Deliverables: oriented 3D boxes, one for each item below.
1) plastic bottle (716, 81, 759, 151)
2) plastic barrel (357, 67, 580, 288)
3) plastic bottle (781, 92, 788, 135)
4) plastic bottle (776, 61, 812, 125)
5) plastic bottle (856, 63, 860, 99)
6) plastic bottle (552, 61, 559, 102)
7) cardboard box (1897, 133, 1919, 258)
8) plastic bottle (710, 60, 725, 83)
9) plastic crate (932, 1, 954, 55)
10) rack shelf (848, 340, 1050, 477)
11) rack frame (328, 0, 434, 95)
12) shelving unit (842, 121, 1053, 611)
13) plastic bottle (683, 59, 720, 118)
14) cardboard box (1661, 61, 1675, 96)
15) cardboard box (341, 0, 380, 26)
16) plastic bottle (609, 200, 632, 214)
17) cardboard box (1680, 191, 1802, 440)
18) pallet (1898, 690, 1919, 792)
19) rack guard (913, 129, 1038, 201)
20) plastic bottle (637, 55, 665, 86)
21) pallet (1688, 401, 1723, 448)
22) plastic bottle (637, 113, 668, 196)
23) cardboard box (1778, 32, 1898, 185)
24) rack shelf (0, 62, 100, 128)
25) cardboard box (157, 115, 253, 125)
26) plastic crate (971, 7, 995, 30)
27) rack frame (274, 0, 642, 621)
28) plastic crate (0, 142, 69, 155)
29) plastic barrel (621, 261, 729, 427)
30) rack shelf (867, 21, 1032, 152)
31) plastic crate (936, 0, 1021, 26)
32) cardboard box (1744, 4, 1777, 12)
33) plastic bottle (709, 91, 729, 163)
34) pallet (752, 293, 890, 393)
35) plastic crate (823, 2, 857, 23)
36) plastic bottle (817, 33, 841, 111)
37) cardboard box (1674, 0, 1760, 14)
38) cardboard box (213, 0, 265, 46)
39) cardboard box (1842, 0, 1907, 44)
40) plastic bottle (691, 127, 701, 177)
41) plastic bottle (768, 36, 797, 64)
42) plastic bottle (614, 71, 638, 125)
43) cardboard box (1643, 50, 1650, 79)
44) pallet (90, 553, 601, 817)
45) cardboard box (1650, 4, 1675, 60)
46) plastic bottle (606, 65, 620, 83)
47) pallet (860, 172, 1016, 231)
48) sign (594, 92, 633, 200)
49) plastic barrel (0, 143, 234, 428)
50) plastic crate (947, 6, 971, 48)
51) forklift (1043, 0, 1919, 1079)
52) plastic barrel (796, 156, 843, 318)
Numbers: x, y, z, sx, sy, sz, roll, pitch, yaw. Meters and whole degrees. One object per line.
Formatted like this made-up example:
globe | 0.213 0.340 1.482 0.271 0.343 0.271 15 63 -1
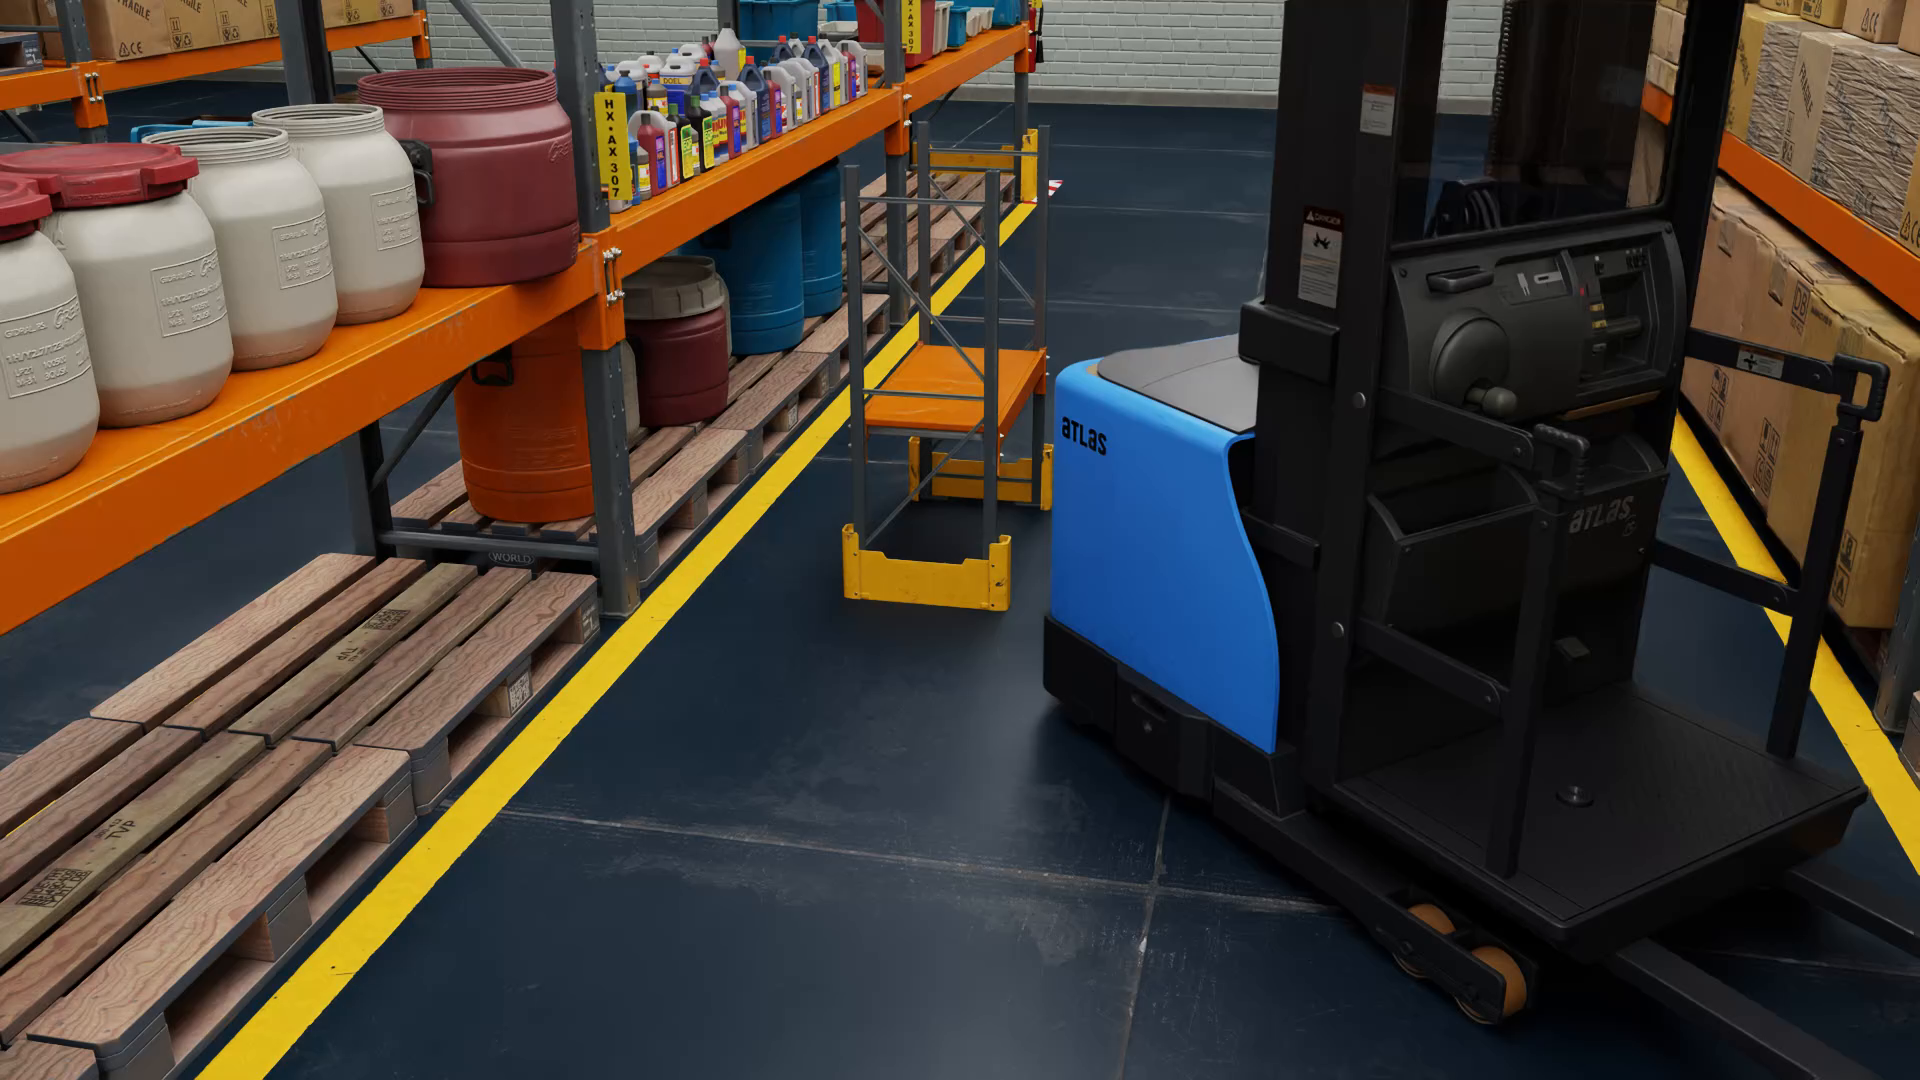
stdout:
plastic bottle | -0.923 -1.761 6.877 0.152 0.276 0.135 4 22 11
plastic barrel | -1.408 -1.048 4.759 0.600 0.536 0.708 4 22 11
plastic bottle | -0.807 -1.883 7.280 0.097 0.201 0.097 0 22 0
plastic bottle | -0.763 -2.047 7.587 0.152 0.276 0.135 4 22 11
plastic bottle | -0.555 -2.335 8.403 0.097 0.201 0.097 0 22 0
plastic bottle | -1.639 -1.808 6.894 0.144 0.351 0.185 4 22 11
cardboard box | 3.097 -1.046 4.802 0.500 0.500 0.500 5 23 13
plastic bottle | -1.210 -2.272 8.245 0.097 0.201 0.097 0 22 0
plastic crate | -0.302 -3.158 10.258 0.437 0.282 0.530 4 22 11
rack shelf | -0.017 -0.498 6.063 0.538 0.185 1.000 4 22 11
rack frame | -4.826 -4.482 13.468 1.000 3.000 0.127 4 22 11
shelving unit | -0.016 -0.668 6.004 0.587 1.500 1.083 4 22 11
plastic bottle | -1.063 -1.816 6.914 0.144 0.351 0.185 4 22 11
cardboard box | 3.848 -2.377 8.578 0.380 0.149 0.250 5 22 12
cardboard box | -4.754 -4.154 12.520 0.500 0.500 0.500 5 22 11
plastic bottle | -1.206 -1.254 5.618 0.152 0.276 0.135 4 22 11
cardboard box | 3.762 -0.910 6.879 1.225 0.875 0.875 4 22 9
pallet | 3.078 0.779 4.137 1.003 0.211 1.213 4 22 11
rack guard | 0.014 -2.954 13.019 1.175 0.500 0.348 4 22 11
plastic bottle | -1.450 -2.104 7.729 0.152 0.276 0.135 4 22 11
pallet | 3.971 -0.682 7.763 1.003 0.211 1.213 4 22 11
plastic bottle | -1.094 -1.374 5.906 0.061 0.283 0.133 4 22 11
cardboard box | 3.411 -1.604 6.187 0.500 0.500 0.500 5 22 12
rack shelf | -6.051 -1.954 8.154 1.077 0.370 4.000 4 22 11
cardboard box | -5.264 -2.753 11.927 0.797 0.503 0.637 4 22 11
plastic crate | 0.033 -3.697 11.791 0.396 0.136 0.243 4 22 11
rack frame | -1.610 -1.178 5.263 1.000 3.000 0.127 4 22 11
plastic crate | -2.240 -0.640 3.841 0.402 0.464 0.583 4 22 11
plastic barrel | -1.297 -0.847 7.108 0.600 0.588 0.708 4 22 11
rack shelf | -0.386 -3.038 10.846 1.077 0.370 4.000 4 22 11
plastic crate | 0.137 -4.011 12.170 0.616 0.435 0.499 4 22 11
cardboard box | 3.716 -2.160 7.568 0.500 0.500 0.500 5 22 11
plastic bottle | -0.967 -1.630 6.558 0.097 0.271 0.097 0 22 0
pallet | -0.992 -1.068 8.723 1.003 0.211 1.213 4 22 11
plastic crate | -0.681 -3.397 10.917 0.416 0.233 0.300 4 22 11
plastic bottle | -0.661 -2.257 8.008 0.144 0.351 0.185 4 22 11
cardboard box | 3.887 -2.868 8.258 0.500 0.500 0.500 5 22 12
cardboard box | -5.066 -3.602 11.148 0.500 0.500 0.500 4 22 11
cardboard box | 3.670 -2.062 5.981 0.797 0.503 0.637 5 23 13
plastic bottle | -1.034 -1.478 6.273 0.097 0.201 0.097 0 22 0
plastic bottle | -0.840 -2.200 7.867 0.144 0.351 0.185 4 22 11
plastic bottle | -1.447 -1.895 7.215 0.097 0.271 0.097 0 22 0
cardboard box | 4.006 -2.659 9.278 0.380 0.149 0.250 5 22 12
pallet | -1.806 0.396 5.087 1.003 0.211 1.213 4 22 11
cardboard box | 3.991 -2.702 8.851 0.500 0.250 0.500 5 23 13
plastic bottle | -1.548 -1.977 7.419 0.097 0.271 0.097 0 22 0
pallet | -0.184 -2.511 12.307 1.003 0.211 1.213 4 22 11
sign | -1.070 -1.214 5.134 0.100 0.325 0.005 4 22 11
plastic barrel | -1.779 -0.538 3.491 0.433 0.535 0.433 0 22 0
plastic crate | -0.146 -3.283 10.634 0.416 0.233 0.300 4 22 11
forklift | 1.452 -0.486 3.638 1.130 2.935 3.031 -13 25 -29
plastic barrel | -0.922 -1.664 8.718 0.600 0.901 0.708 4 22 11
